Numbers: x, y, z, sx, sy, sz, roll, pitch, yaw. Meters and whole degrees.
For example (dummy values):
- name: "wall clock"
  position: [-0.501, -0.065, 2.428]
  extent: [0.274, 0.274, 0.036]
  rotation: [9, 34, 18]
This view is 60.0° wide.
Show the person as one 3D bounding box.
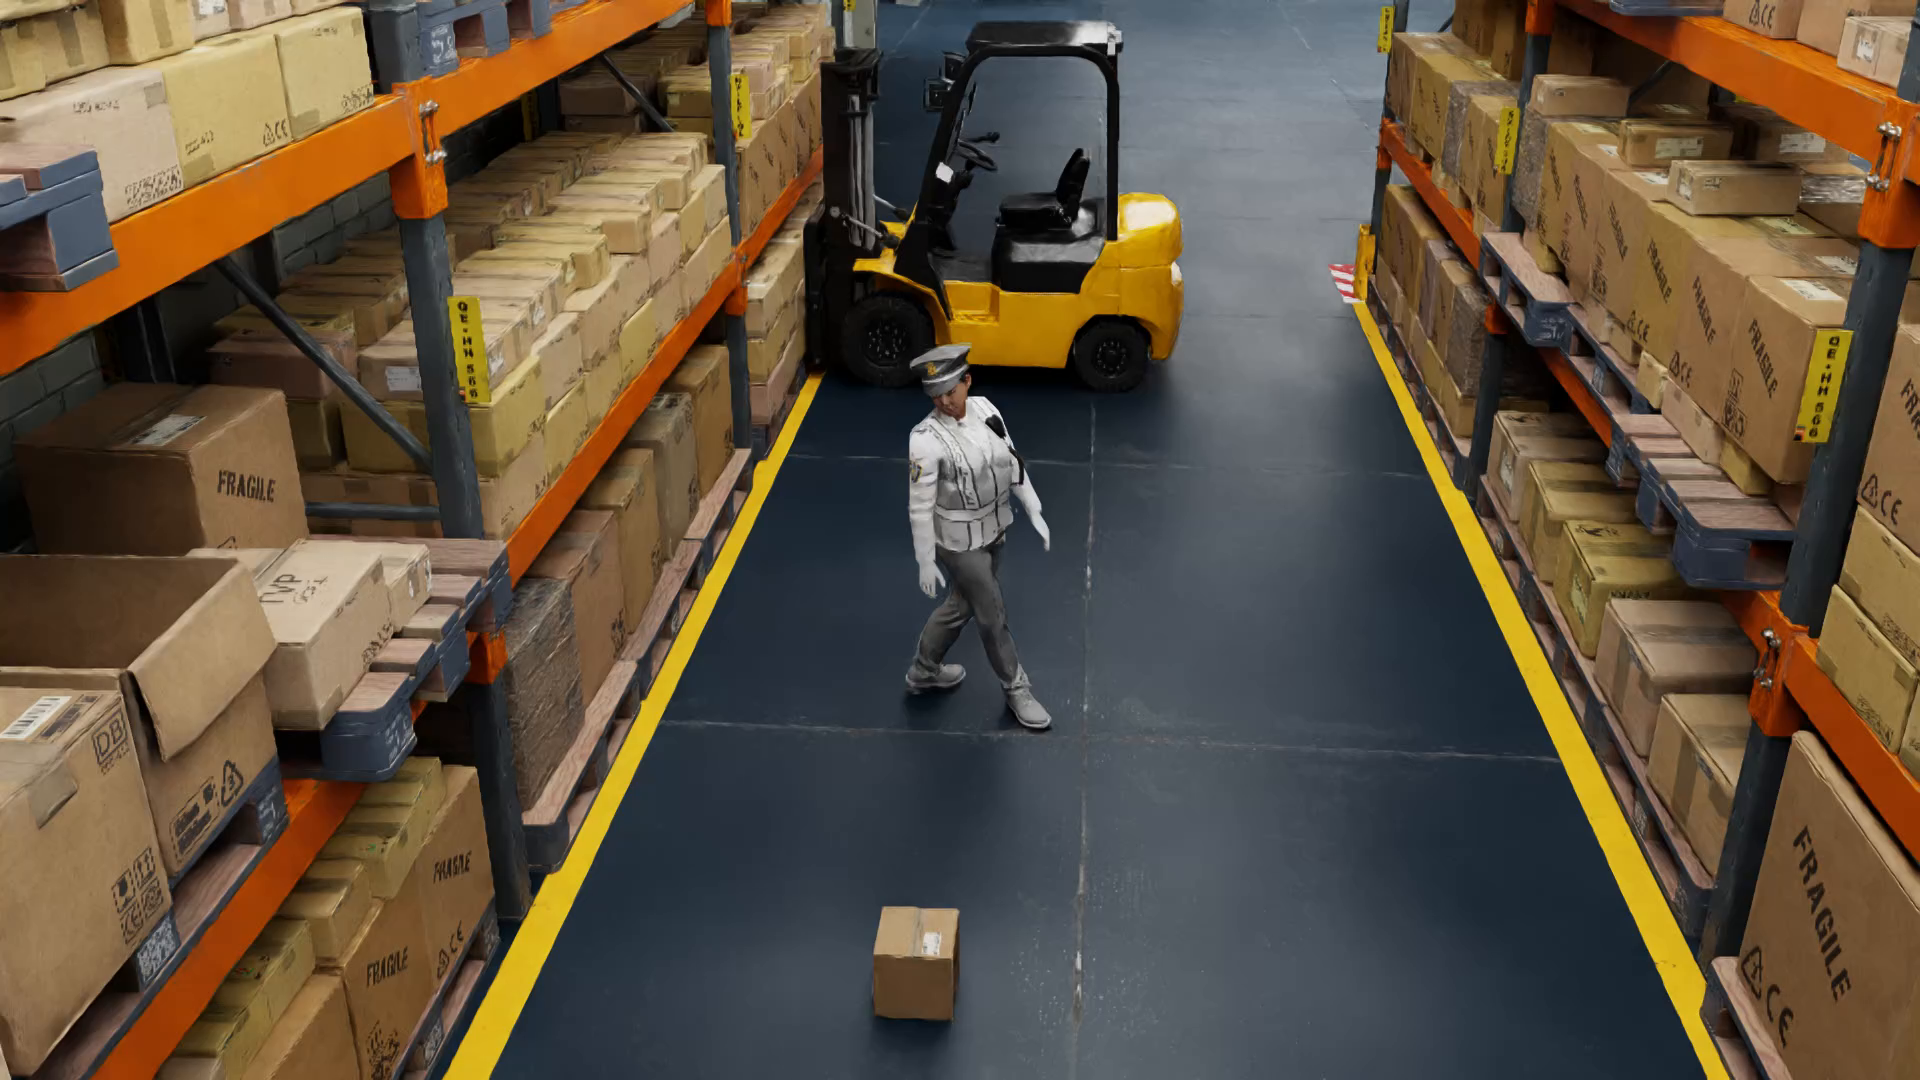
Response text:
- name: "person"
  position: [0.048, -0.009, 6.647]
  extent: [0.672, 1.639, 0.516]
  rotation: [14, 28, 27]
